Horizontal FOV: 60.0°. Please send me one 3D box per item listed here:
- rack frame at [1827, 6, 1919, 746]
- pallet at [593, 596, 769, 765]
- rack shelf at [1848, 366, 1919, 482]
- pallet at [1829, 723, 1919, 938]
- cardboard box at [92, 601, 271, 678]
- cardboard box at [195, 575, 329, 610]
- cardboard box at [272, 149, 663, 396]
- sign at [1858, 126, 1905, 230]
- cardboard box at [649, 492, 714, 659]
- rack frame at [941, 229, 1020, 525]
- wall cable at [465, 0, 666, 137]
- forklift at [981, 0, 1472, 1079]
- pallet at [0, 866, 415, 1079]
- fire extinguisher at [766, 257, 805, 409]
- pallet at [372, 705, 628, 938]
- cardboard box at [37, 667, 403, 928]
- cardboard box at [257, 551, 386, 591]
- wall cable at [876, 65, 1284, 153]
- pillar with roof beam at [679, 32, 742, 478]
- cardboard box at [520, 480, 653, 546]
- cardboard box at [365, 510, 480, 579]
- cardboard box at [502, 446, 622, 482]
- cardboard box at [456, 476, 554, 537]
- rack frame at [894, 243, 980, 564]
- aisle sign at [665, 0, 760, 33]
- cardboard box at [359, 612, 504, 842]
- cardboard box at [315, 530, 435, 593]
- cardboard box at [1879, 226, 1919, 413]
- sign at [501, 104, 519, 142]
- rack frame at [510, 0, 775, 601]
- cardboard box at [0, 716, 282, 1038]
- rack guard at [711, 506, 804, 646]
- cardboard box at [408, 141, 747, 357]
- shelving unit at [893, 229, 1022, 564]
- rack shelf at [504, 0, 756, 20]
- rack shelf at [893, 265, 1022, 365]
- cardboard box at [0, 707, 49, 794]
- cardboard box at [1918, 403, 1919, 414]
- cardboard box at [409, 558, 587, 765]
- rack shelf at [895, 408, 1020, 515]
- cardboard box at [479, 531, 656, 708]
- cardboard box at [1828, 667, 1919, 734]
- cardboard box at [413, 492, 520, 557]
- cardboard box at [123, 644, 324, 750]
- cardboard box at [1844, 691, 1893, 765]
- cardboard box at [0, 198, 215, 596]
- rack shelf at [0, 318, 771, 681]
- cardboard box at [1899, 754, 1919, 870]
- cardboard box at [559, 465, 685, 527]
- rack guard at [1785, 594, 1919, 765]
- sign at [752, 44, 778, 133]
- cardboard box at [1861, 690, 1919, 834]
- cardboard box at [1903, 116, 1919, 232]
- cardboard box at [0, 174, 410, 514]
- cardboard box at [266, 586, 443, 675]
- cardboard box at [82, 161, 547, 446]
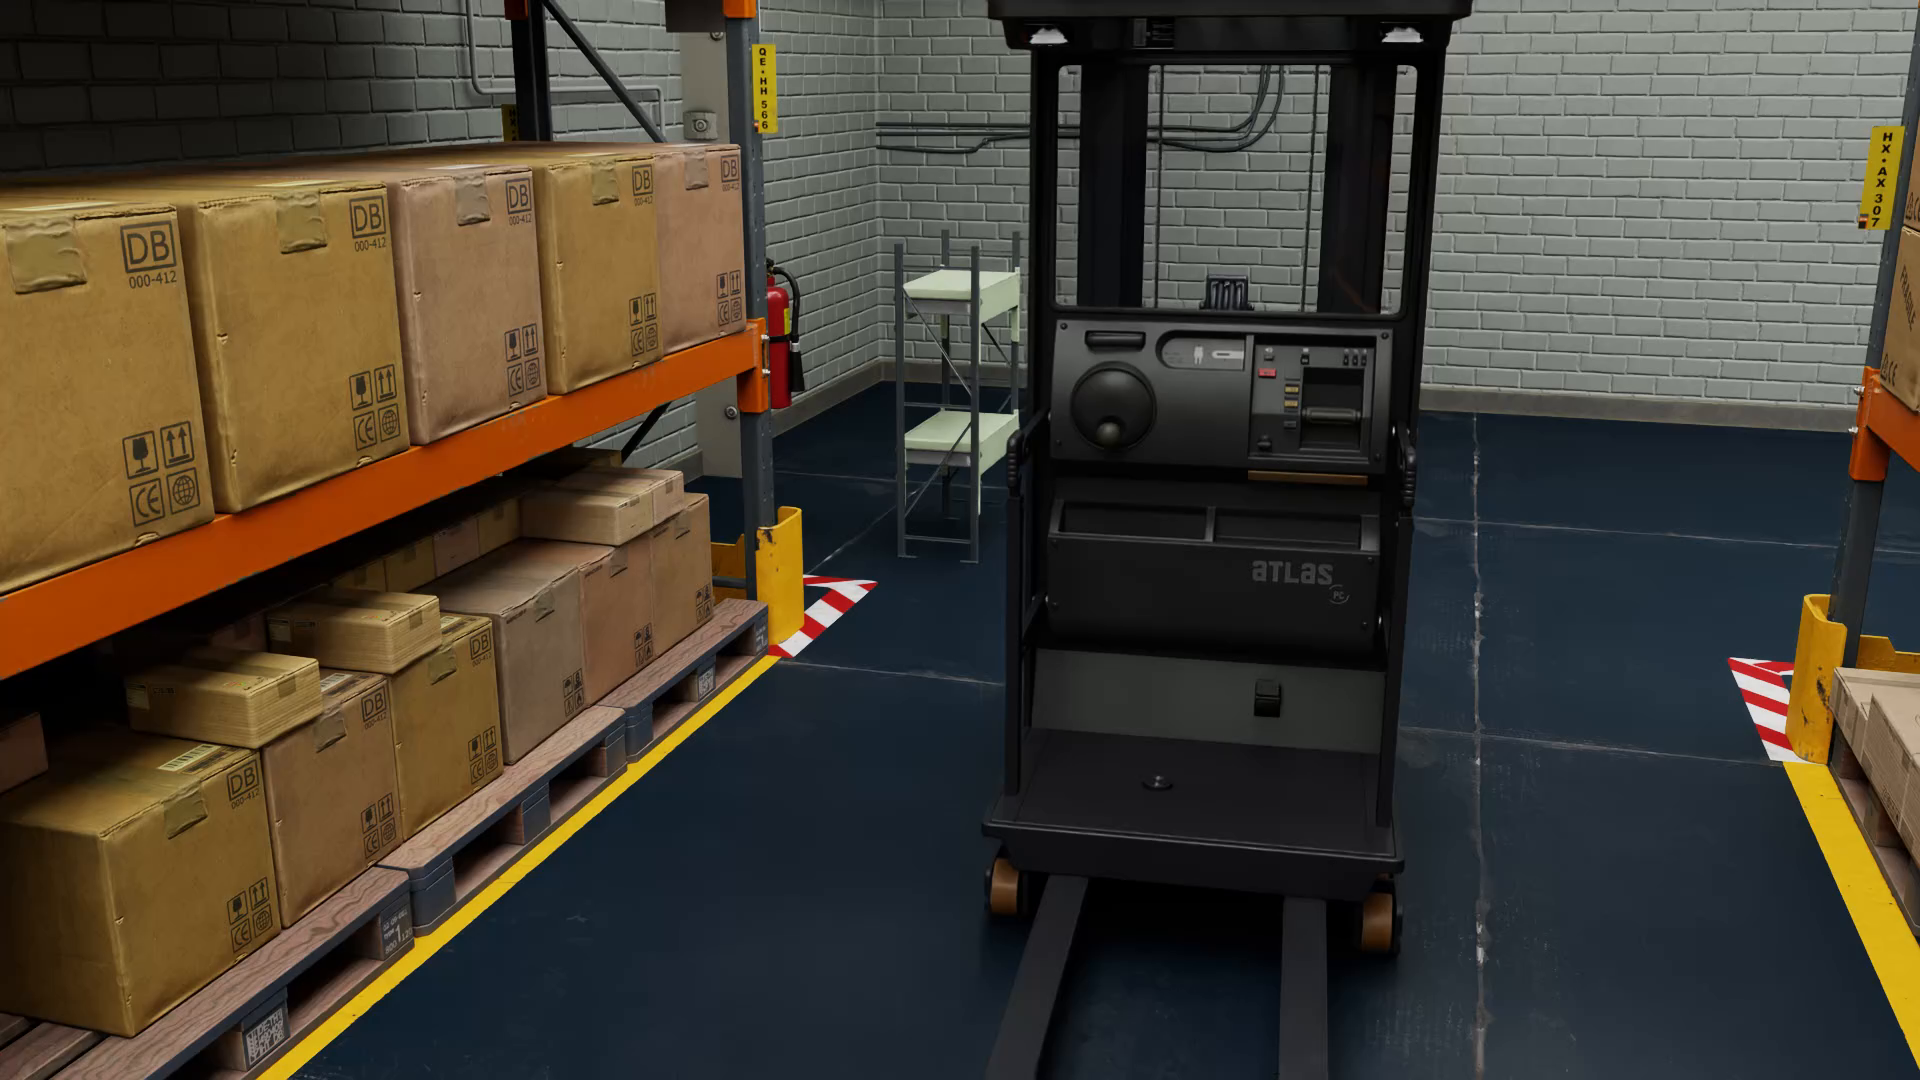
[{"bbox_3d":[3.489,-0.706,5.323,1.000,3.000,0.127,5,16,16],"label":"rack frame"},{"bbox_3d":[-1.413,0.467,6.295,1.003,0.211,1.213,5,16,16],"label":"pallet"},{"bbox_3d":[2.921,0.163,3.576,1.077,0.370,4.000,5,16,16],"label":"rack shelf"},{"bbox_3d":[3.242,0.864,4.898,1.003,0.211,1.213,5,16,16],"label":"pallet"},{"bbox_3d":[-2.097,0.273,4.492,0.380,0.149,0.250,4,16,14],"label":"cardboard box"},{"bbox_3d":[-2.024,0.207,4.724,0.380,0.149,0.250,5,17,16],"label":"cardboard box"},{"bbox_3d":[-1.593,-0.908,5.485,0.980,0.700,0.700,4,16,15],"label":"cardboard box"},{"bbox_3d":[2.969,-1.165,5.353,0.100,0.325,0.005,5,16,16],"label":"sign"},{"bbox_3d":[-1.364,0.102,6.284,0.700,0.500,0.500,5,16,16],"label":"cardboard box"},{"bbox_3d":[0.102,-0.816,8.456,0.400,1.500,0.023,5,16,16],"label":"rack frame"},{"bbox_3d":[-1.804,-1.987,7.975,0.084,1.984,1.851,5,16,16],"label":"wall cable"},{"bbox_3d":[0.680,-0.416,4.423,1.130,2.935,3.031,3,16,11],"label":"forklift"},{"bbox_3d":[-2.107,1.106,4.045,1.003,0.211,1.213,5,16,16],"label":"pallet"},{"bbox_3d":[-0.776,-0.877,6.748,0.296,0.674,0.183,5,16,16],"label":"fire extinguisher"},{"bbox_3d":[-1.762,0.785,5.174,1.003,0.211,1.213,5,16,16],"label":"pallet"},{"bbox_3d":[-1.941,0.639,4.392,0.700,0.500,0.500,4,16,15],"label":"cardboard box"},{"bbox_3d":[-1.951,0.140,4.963,0.380,0.149,0.250,4,16,15],"label":"cardboard box"},{"bbox_3d":[0.689,-3.934,11.398,3.097,2.526,0.112,5,16,16],"label":"wall cable"},{"bbox_3d":[2.804,-4.415,7.405,9.100,9.000,0.400,5,16,16],"label":"pillar with roof beam"},{"bbox_3d":[-1.298,-0.096,5.792,0.380,0.149,0.250,5,17,17],"label":"cardboard box"},{"bbox_3d":[-1.807,0.006,5.433,0.380,0.149,0.250,5,17,17],"label":"cardboard box"},{"bbox_3d":[-1.520,-0.258,6.366,0.380,0.149,0.250,5,17,16],"label":"cardboard box"},{"bbox_3d":[-1.664,-0.126,5.898,0.380,0.149,0.250,5,16,16],"label":"cardboard box"},{"bbox_3d":[-0.106,-0.624,7.781,0.400,1.500,0.023,5,16,16],"label":"rack frame"},{"bbox_3d":[-0.953,-2.336,6.303,0.394,0.787,0.004,5,16,16],"label":"aisle sign"},{"bbox_3d":[-1.793,0.504,4.865,0.700,0.500,0.500,5,17,17],"label":"cardboard box"},{"bbox_3d":[-1.879,0.073,5.196,0.380,0.149,0.250,5,17,16],"label":"cardboard box"},{"bbox_3d":[3.110,-0.659,4.972,0.500,0.500,0.500,5,17,17],"label":"cardboard box"},{"bbox_3d":[-1.792,-1.589,6.702,0.100,0.325,0.005,5,16,16],"label":"sign"},{"bbox_3d":[-1.261,-1.090,6.674,1.000,3.000,0.127,5,16,16],"label":"rack frame"},{"bbox_3d":[-2.087,0.770,3.930,0.700,0.500,0.500,5,17,17],"label":"cardboard box"},{"bbox_3d":[-1.254,0.107,7.037,1.175,0.500,0.348,5,16,16],"label":"rack guard"},{"bbox_3d":[-1.397,-1.100,6.160,0.980,0.700,0.700,5,17,18],"label":"cardboard box"},{"bbox_3d":[-0.002,-0.720,8.119,0.431,1.500,0.755,5,16,16],"label":"shelving unit"},{"bbox_3d":[-1.830,-1.663,4.518,1.077,0.370,4.000,5,16,16],"label":"rack shelf"},{"bbox_3d":[-0.002,-1.095,8.012,0.431,0.370,0.720,5,16,16],"label":"rack shelf"},{"bbox_3d":[-2.319,0.480,3.762,0.380,0.149,0.250,5,16,16],"label":"cardboard box"},{"bbox_3d":[2.969,-0.523,4.495,0.500,0.500,0.500,4,16,15],"label":"cardboard box"},{"bbox_3d":[-1.649,0.364,5.359,0.700,0.500,0.500,4,16,14],"label":"cardboard box"},{"bbox_3d":[-0.002,-0.406,8.208,0.431,0.370,0.720,5,16,16],"label":"rack shelf"},{"bbox_3d":[-1.506,0.233,5.823,0.700,0.500,0.500,5,16,16],"label":"cardboard box"},{"bbox_3d":[3.041,0.536,5.360,0.380,0.149,0.250,5,16,16],"label":"cardboard box"},{"bbox_3d":[-1.735,-0.060,5.668,0.380,0.149,0.250,5,17,16],"label":"cardboard box"},{"bbox_3d":[-1.815,0.382,4.107,0.380,0.149,0.250,5,17,18],"label":"cardboard box"},{"bbox_3d":[2.970,0.593,5.127,0.380,0.166,0.250,5,16,16],"label":"cardboard box"},{"bbox_3d":[-2.228,-0.328,3.439,0.980,0.700,0.700,5,17,17],"label":"cardboard box"},{"bbox_3d":[-1.830,-0.220,4.927,1.077,0.370,4.000,5,16,16],"label":"rack shelf"},{"bbox_3d":[2.779,0.787,4.292,0.500,0.250,0.500,5,16,16],"label":"cardboard box"},{"bbox_3d":[-1.226,-0.162,6.028,0.380,0.149,0.250,4,16,15],"label":"cardboard box"},{"bbox_3d":[3.468,0.516,5.594,1.175,0.500,0.348,5,16,16],"label":"rack guard"},{"bbox_3d":[-0.745,-1.715,6.322,0.100,0.325,0.005,5,16,16],"label":"sign"},{"bbox_3d":[2.921,0.656,4.753,0.500,0.250,0.500,5,16,16],"label":"cardboard box"},{"bbox_3d":[3.110,-1.140,4.836,0.500,0.500,0.500,5,17,18],"label":"cardboard box"},{"bbox_3d":[-2.015,-0.519,4.111,0.980,0.700,0.700,4,16,14],"label":"cardboard box"},{"bbox_3d":[-1.667,0.246,4.589,0.380,0.149,0.250,4,16,14],"label":"cardboard box"},{"bbox_3d":[-1.818,-0.710,4.785,0.980,0.700,0.700,4,16,13],"label":"cardboard box"}]
